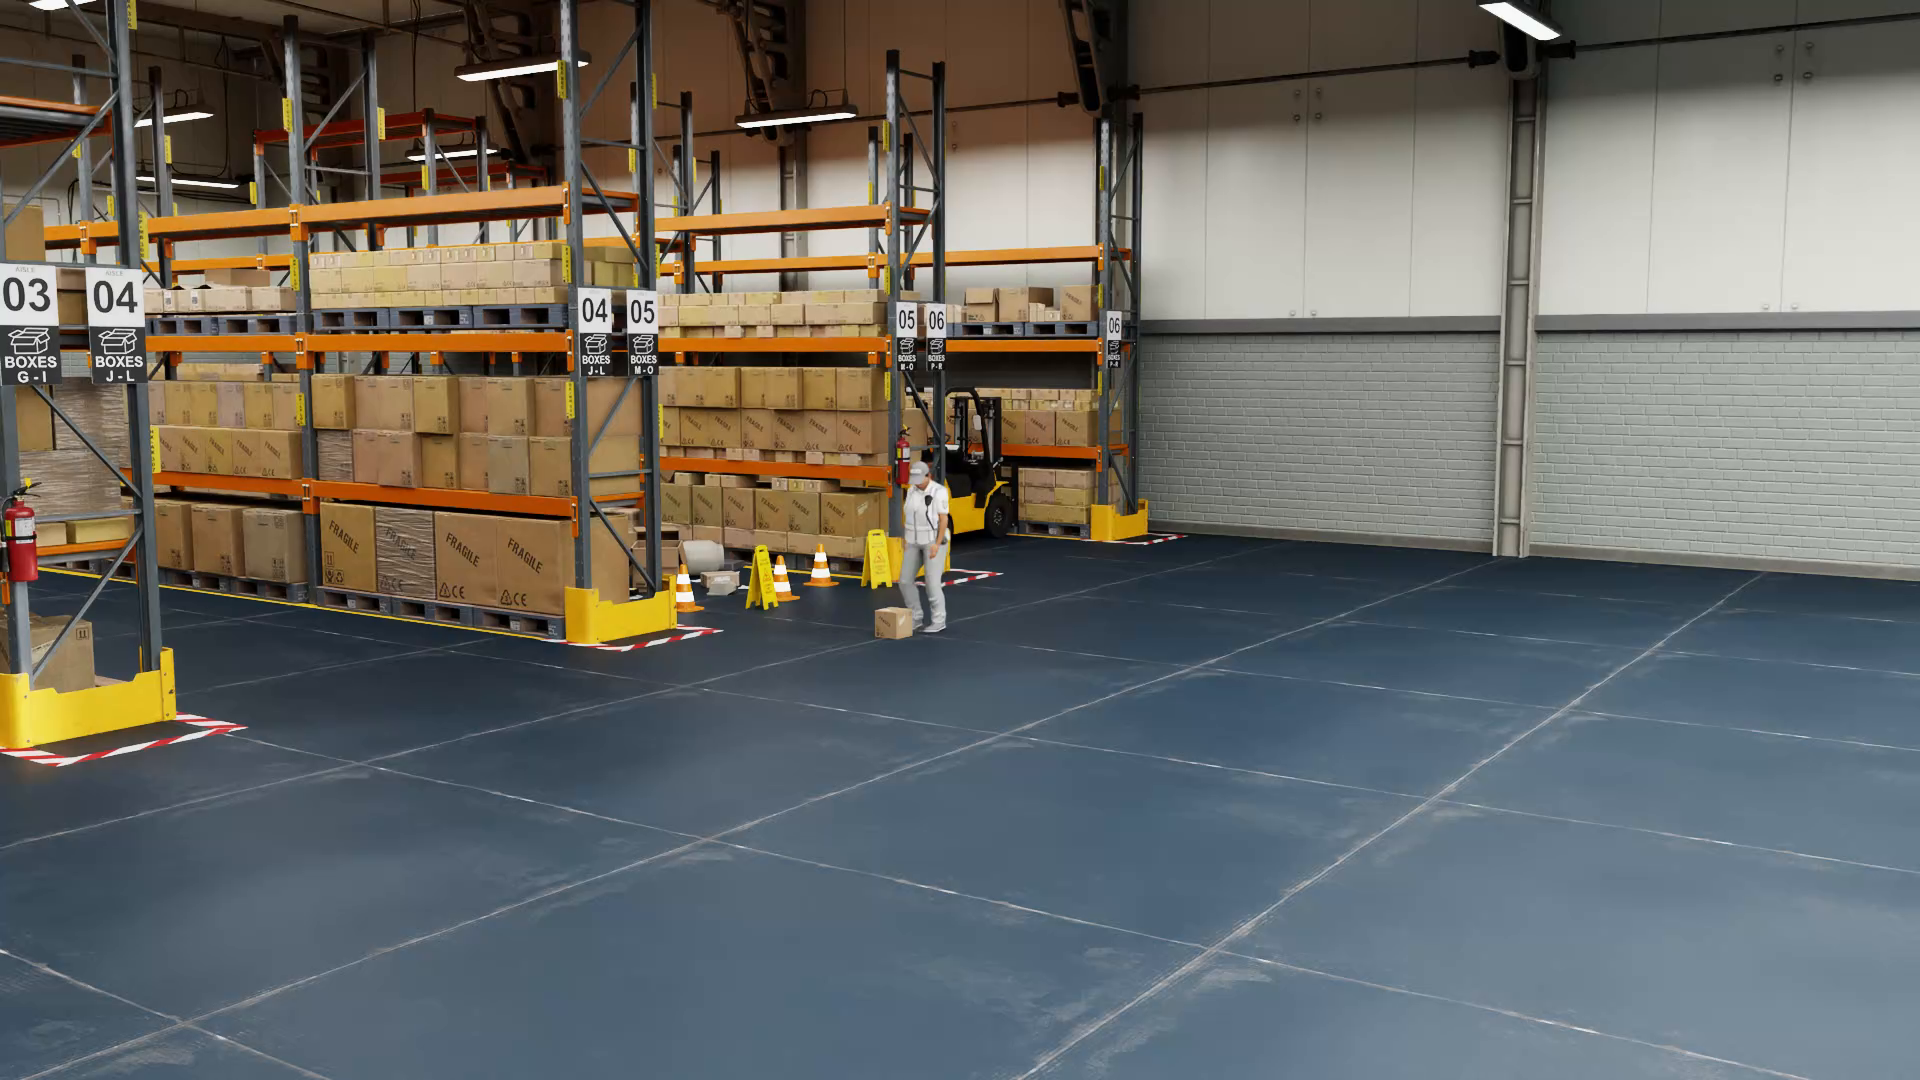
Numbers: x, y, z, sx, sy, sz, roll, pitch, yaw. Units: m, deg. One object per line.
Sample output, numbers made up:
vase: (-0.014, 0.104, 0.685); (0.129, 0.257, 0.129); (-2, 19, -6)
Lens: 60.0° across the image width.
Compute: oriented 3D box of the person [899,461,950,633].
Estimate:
person: (-0.325, 0.059, 15.738); (0.496, 1.620, 0.479); (4, 8, 35)
